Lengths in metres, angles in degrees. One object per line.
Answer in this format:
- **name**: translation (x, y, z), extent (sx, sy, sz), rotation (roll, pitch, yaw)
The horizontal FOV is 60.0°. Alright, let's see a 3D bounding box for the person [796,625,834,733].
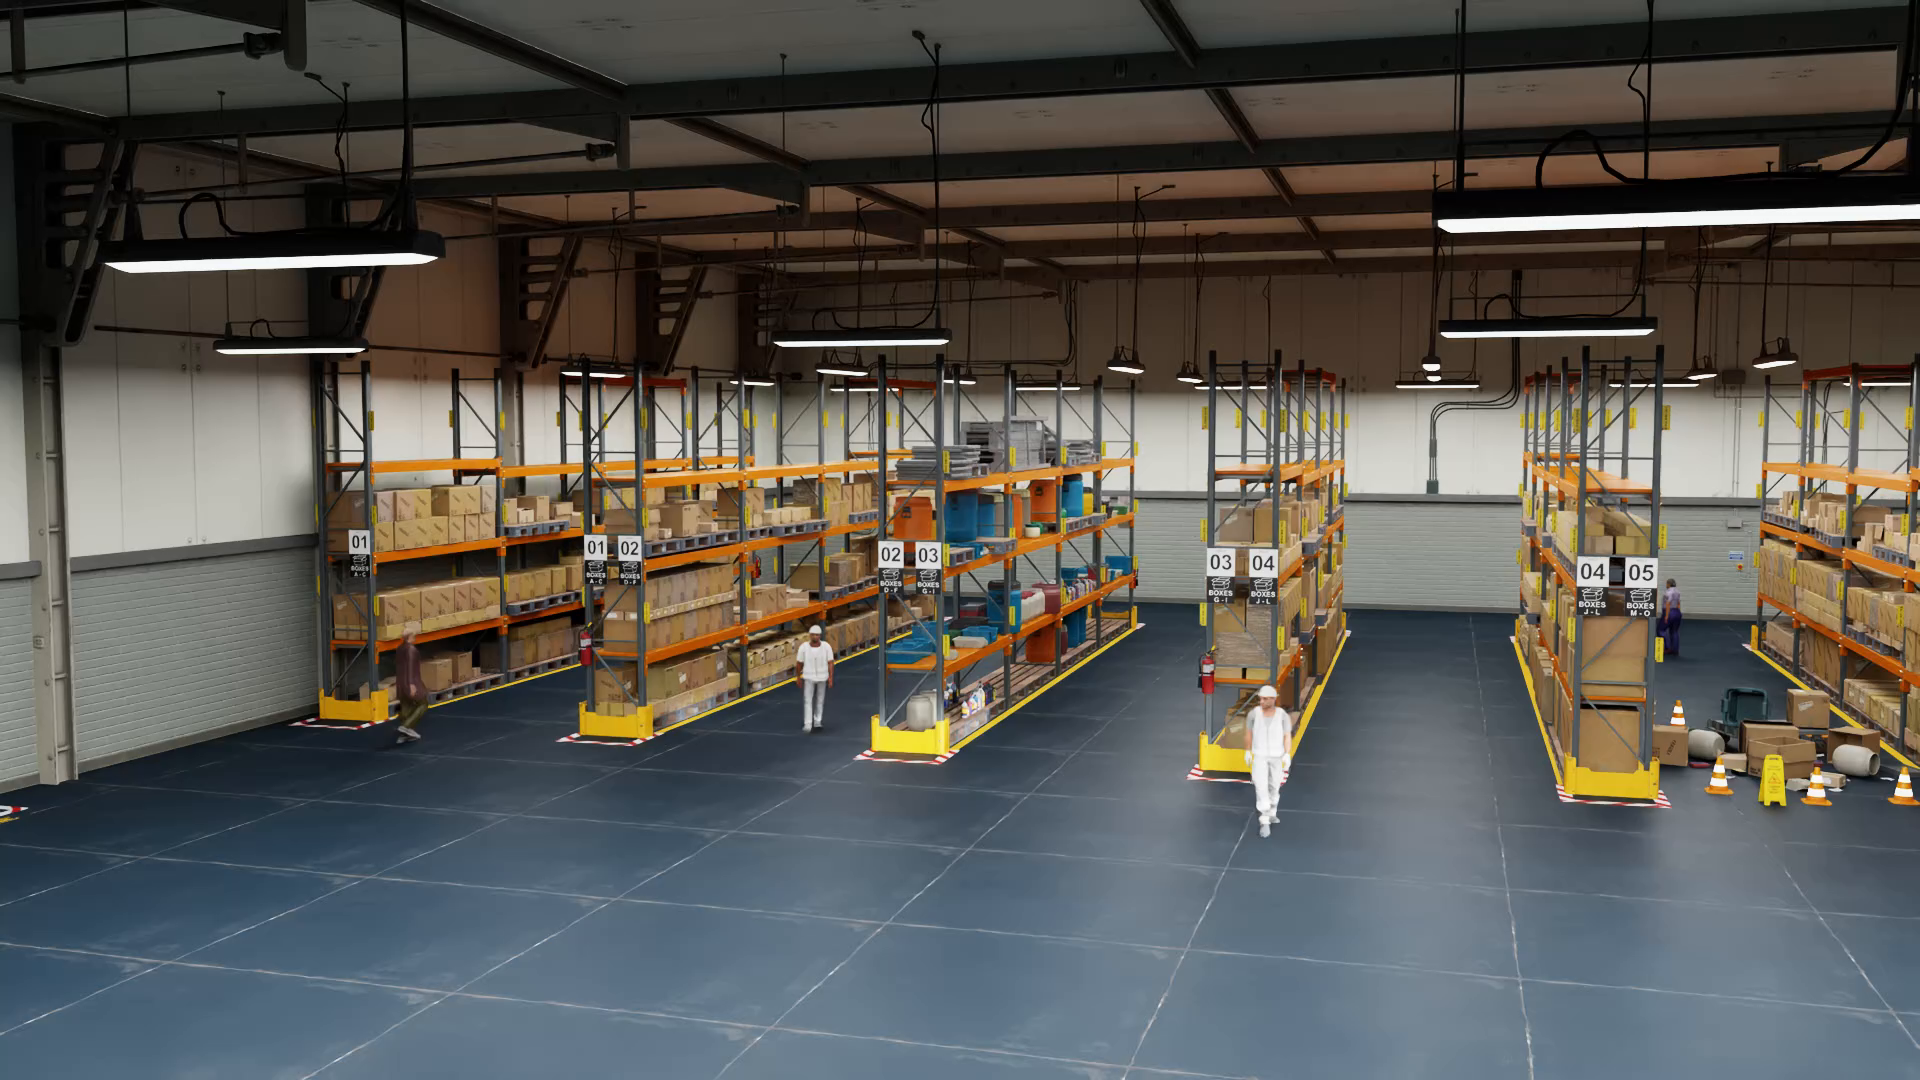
- **person**: translation (-2.307, 2.216, 26.660), extent (0.590, 1.699, 1.082), rotation (-1, 4, -13)

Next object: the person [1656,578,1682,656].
- **person**: translation (15.206, 1.650, 35.604), extent (0.537, 1.671, 0.388), rotation (-3, 5, -33)

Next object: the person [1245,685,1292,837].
- **person**: translation (3.764, 2.654, 20.295), extent (0.561, 1.761, 0.885), rotation (1, 4, 8)

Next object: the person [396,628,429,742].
- **person**: translation (-8.617, 2.258, 25.918), extent (0.618, 1.768, 0.554), rotation (2, 5, 31)
